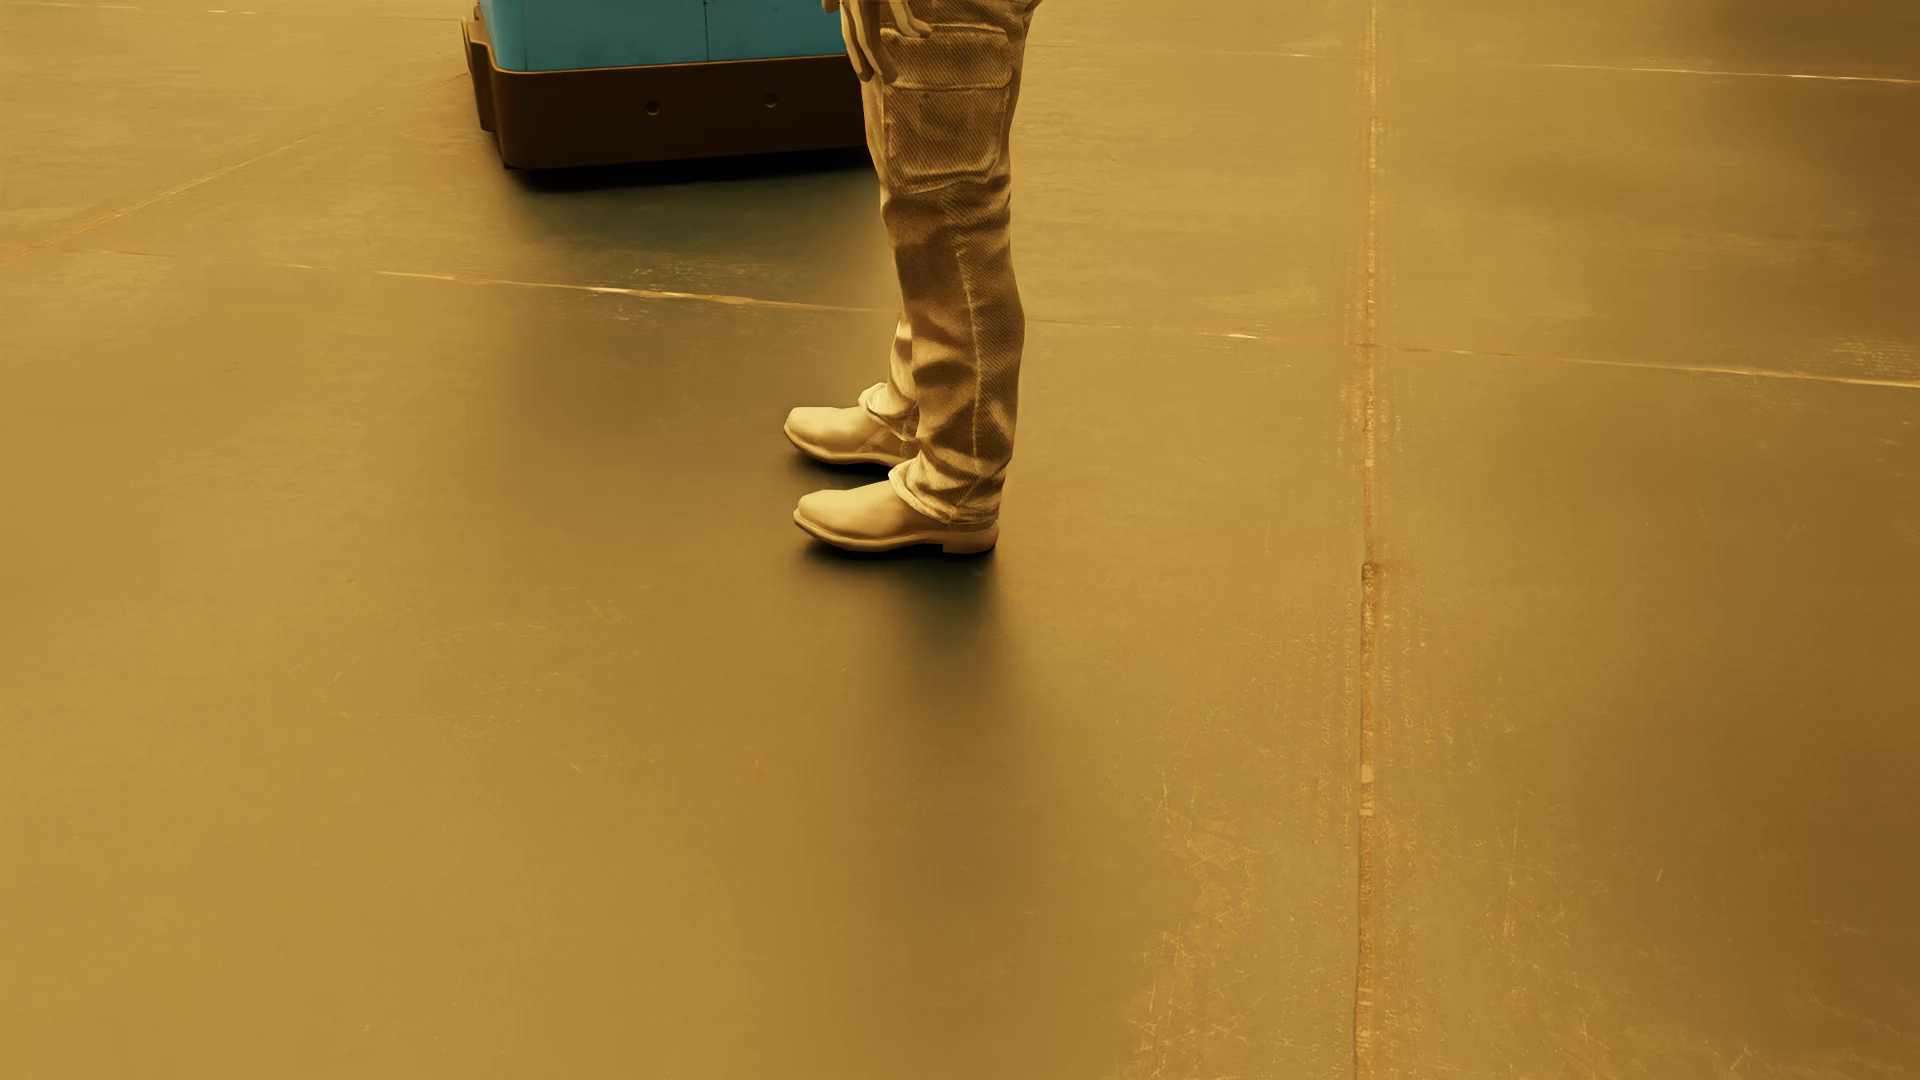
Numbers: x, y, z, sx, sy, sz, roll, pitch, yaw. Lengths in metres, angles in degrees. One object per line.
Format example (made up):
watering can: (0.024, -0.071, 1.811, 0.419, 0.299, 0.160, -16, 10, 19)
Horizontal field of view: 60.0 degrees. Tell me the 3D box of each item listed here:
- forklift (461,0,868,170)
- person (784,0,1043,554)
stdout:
forklift: (-1.077, -2.886, 4.967, 1.130, 2.935, 3.031, -8, 28, -15)
person: (-0.069, -0.813, 2.116, 0.575, 1.784, 0.656, 6, 27, 11)
